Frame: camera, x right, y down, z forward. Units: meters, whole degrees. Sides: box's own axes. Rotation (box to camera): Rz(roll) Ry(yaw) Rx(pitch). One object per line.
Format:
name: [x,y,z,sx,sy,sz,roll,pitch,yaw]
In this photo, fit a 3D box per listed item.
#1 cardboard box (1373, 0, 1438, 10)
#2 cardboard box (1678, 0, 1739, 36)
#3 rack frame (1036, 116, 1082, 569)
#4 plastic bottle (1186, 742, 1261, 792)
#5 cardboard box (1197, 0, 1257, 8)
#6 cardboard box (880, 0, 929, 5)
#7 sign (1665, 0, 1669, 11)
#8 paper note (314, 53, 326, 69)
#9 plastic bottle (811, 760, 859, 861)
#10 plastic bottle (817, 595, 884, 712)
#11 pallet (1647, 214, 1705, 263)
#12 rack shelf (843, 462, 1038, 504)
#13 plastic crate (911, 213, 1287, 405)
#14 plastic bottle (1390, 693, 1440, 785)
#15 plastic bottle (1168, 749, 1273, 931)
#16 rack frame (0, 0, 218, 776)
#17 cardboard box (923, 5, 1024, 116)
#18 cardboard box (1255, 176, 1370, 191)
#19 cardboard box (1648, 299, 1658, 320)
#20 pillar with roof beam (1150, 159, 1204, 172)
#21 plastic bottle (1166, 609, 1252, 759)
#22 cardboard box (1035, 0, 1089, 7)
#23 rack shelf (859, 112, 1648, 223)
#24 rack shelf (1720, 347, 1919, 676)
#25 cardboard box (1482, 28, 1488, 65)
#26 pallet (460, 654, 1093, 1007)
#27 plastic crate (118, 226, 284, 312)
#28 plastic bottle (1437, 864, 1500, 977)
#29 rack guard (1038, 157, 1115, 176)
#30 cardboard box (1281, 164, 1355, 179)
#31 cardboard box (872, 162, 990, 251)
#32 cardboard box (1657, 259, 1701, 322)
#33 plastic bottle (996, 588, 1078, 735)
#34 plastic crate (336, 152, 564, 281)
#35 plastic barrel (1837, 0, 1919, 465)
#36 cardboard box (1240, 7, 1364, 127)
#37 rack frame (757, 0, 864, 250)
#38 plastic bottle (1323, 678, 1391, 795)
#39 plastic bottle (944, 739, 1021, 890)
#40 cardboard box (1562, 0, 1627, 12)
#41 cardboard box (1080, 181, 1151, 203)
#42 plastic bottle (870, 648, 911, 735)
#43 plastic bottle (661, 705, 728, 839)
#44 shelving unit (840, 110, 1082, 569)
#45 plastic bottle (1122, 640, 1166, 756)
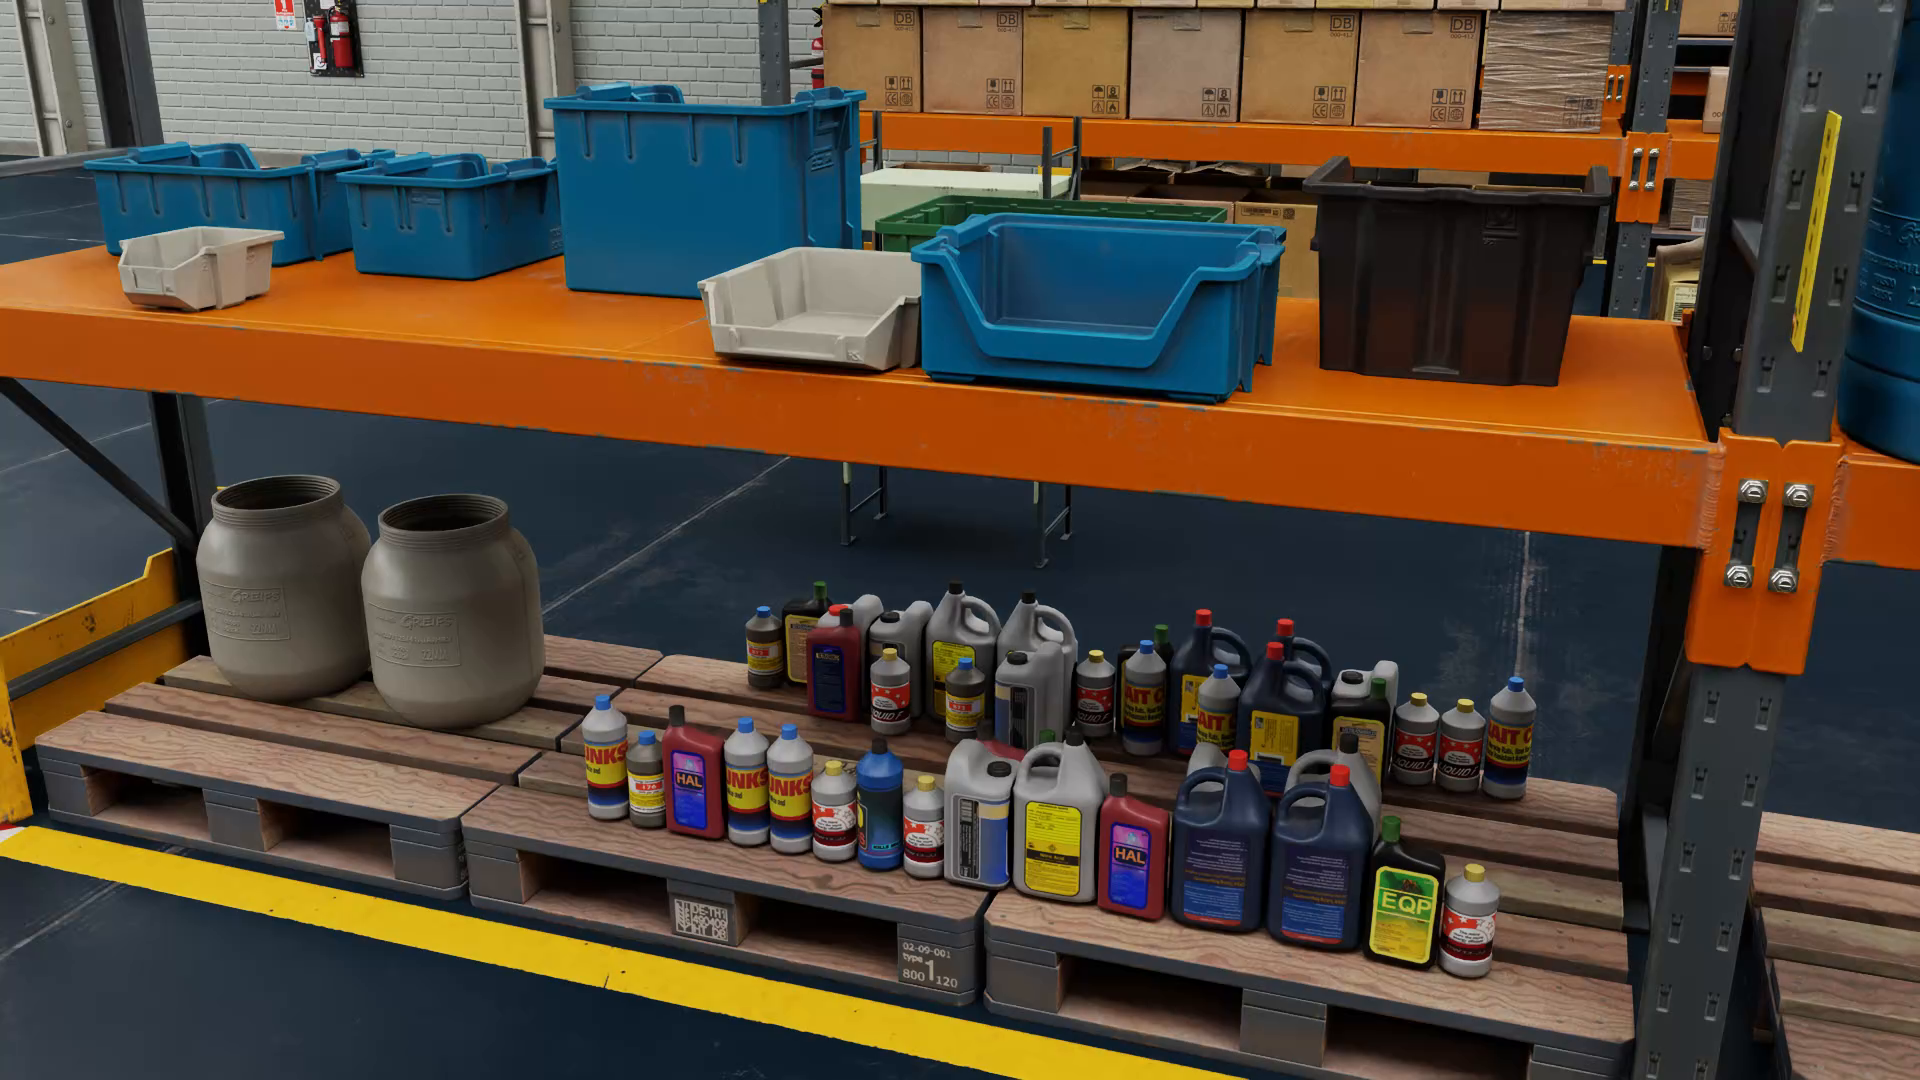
cardboard box: [1.966,-2.410,7.297,0.250,0.149,0.380,6,20,18]
cardboard box: [5.114,-3.741,11.432,0.500,0.500,0.700,7,20,18]
rack frame: [0.339,-0.669,5.718,0.023,1.500,0.400,7,20,18]
plastic bottle: [0.534,0.557,3.390,0.135,0.276,0.152,7,20,18]
cardboard box: [1.244,-2.493,7.534,0.250,0.149,0.380,7,20,20]
cardboard box: [-0.206,-2.660,8.012,0.250,0.149,0.380,6,20,17]
sign: [2.842,-2.285,6.638,0.005,0.325,0.100,7,20,18]
paper note: [-6.323,-4.729,16.424,0.142,0.148,0.016,7,20,18]
plastic bottle: [-0.263,0.561,3.492,0.097,0.201,0.097,0,19,0]
plastic bottle: [-0.277,0.273,4.207,0.135,0.276,0.152,7,20,18]
pallet: [5.380,-2.152,11.928,1.213,0.211,1.003,7,20,18]
rack shelf: [-0.006,-0.401,5.939,0.720,0.370,0.431,7,20,18]
plastic crate: [0.259,-0.436,2.997,0.616,0.251,0.499,7,20,18]
plastic bottle: [1.044,0.449,3.813,0.097,0.201,0.097,0,19,0]
plastic bottle: [0.509,0.571,3.238,0.185,0.351,0.144,5,20,15]
rack frame: [-2.385,-0.904,4.111,0.127,3.000,1.000,7,20,18]
cardboard box: [0.178,-2.381,8.198,0.500,0.500,0.700,7,20,19]
cardboard box: [1.742,-1.521,8.282,0.500,0.500,0.500,7,20,18]
cardboard box: [3.509,-0.957,7.803,0.500,0.250,0.500,6,20,18]
pillar with roof beam: [0.398,-5.672,8.676,0.400,9.000,9.100,7,20,18]
plastic bottle: [0.589,0.335,3.914,0.185,0.351,0.144,6,20,16]
cardboard box: [0.520,-2.577,7.773,0.250,0.149,0.380,6,20,16]
rack shelf: [1.133,-1.888,8.027,4.000,0.370,1.077,7,20,18]
rack shelf: [3.282,0.084,2.371,4.000,0.370,1.077,7,20,18]
cardboard box: [3.630,-3.504,11.768,0.500,0.250,0.500,7,20,18]
pallet: [-0.384,0.628,3.953,1.213,0.211,1.003,7,20,18]
plastic crate: [-1.645,-0.582,3.591,0.250,0.136,0.298,7,20,18]
plastic bottle: [0.948,0.700,3.095,0.097,0.201,0.097,0,19,0]
rack guard: [0.938,-2.795,13.336,0.348,0.500,1.175,7,20,18]
cardboard box: [2.705,-2.752,12.544,0.500,0.500,0.700,5,20,15]
cardboard box: [-0.152,-1.732,8.888,0.500,0.500,0.500,7,20,18]
cardboard box: [3.331,-1.054,7.230,0.500,0.311,0.500,7,20,18]
plastic bottle: [0.187,0.289,4.046,0.185,0.351,0.144,6,20,18]
plastic crate: [-1.203,-0.800,4.041,0.408,0.251,0.499,7,20,18]
plastic barrel: [1.659,-0.572,2.399,0.708,0.901,0.600,7,20,18]
cardboard box: [1.628,-2.215,7.721,0.500,0.500,0.700,7,20,19]
rack frame: [-0.756,-2.443,8.529,0.127,3.000,1.000,7,20,18]
plastic bottle: [0.887,0.439,3.717,0.133,0.283,0.061,7,20,18]
plastic bottle: [0.052,0.552,3.404,0.135,0.276,0.152,7,20,19]
cardboard box: [2.695,-2.328,7.059,0.250,0.149,0.380,7,20,18]
cardboard box: [0.627,-1.467,8.127,0.500,0.500,0.500,7,20,18]
plastic bottle: [-0.170,0.364,4.059,0.097,0.201,0.097,0,19,0]
plastic bottle: [-0.567,0.494,3.560,0.133,0.283,0.061,7,20,19]
shelving unit: [-0.006,-0.709,5.831,0.755,1.500,0.431,7,20,18]
plastic bottle: [0.437,0.368,3.940,0.097,0.271,0.097,0,19,0]
